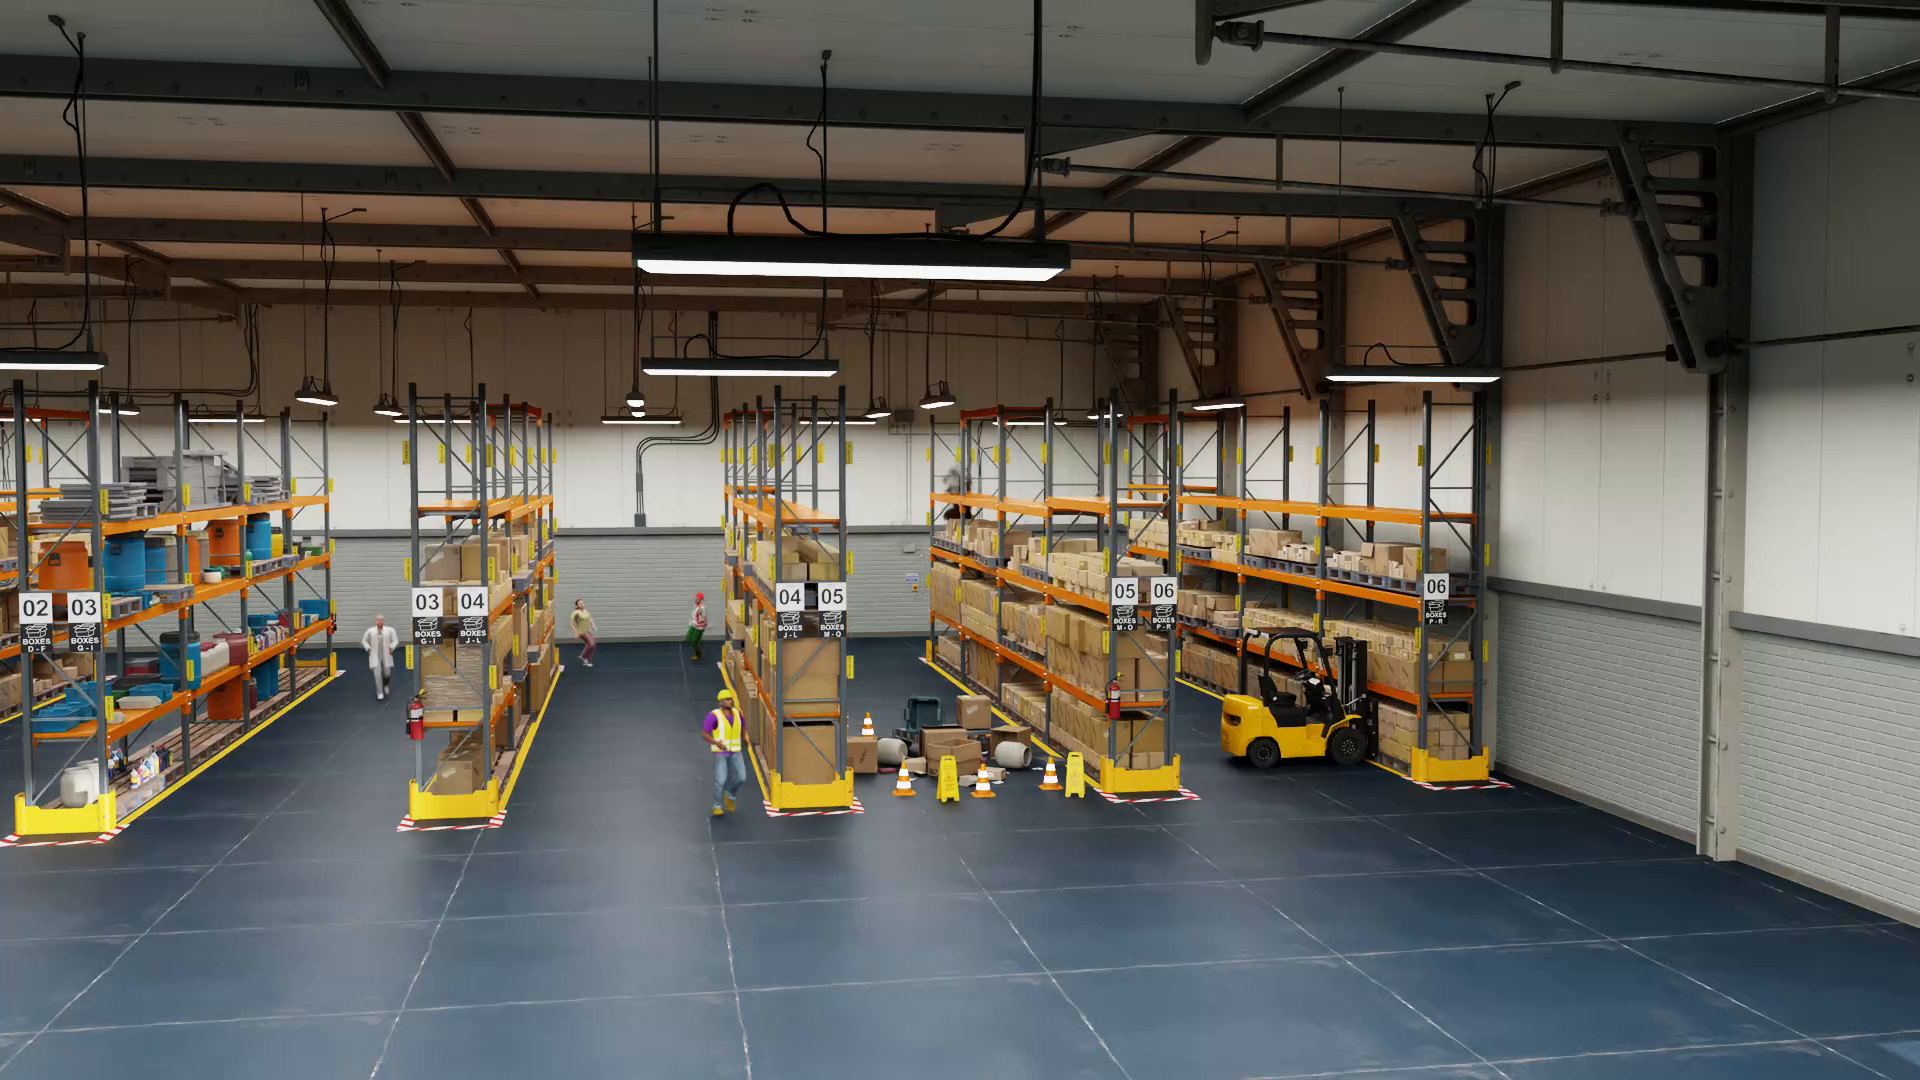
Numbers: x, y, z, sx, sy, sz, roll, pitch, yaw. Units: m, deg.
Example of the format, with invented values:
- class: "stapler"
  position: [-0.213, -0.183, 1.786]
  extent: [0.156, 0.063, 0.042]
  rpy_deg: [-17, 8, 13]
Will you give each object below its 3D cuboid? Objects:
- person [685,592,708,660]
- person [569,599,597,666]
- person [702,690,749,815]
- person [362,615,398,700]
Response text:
- class: "person"
  position: [-6.396, 2.102, 40.447]
  extent: [0.547, 1.666, 0.795]
  rpy_deg: [-2, 4, -38]
- class: "person"
  position: [-8.881, 2.204, 39.468]
  extent: [0.532, 1.616, 0.633]
  rpy_deg: [2, 3, 28]
- class: "person"
  position: [-3.226, 2.951, 23.133]
  extent: [0.715, 1.740, 0.548]
  rpy_deg: [-2, 3, -31]
- class: "person"
  position: [-11.937, 2.401, 34.233]
  extent: [0.708, 1.724, 0.655]
  rpy_deg: [-1, 3, -20]
